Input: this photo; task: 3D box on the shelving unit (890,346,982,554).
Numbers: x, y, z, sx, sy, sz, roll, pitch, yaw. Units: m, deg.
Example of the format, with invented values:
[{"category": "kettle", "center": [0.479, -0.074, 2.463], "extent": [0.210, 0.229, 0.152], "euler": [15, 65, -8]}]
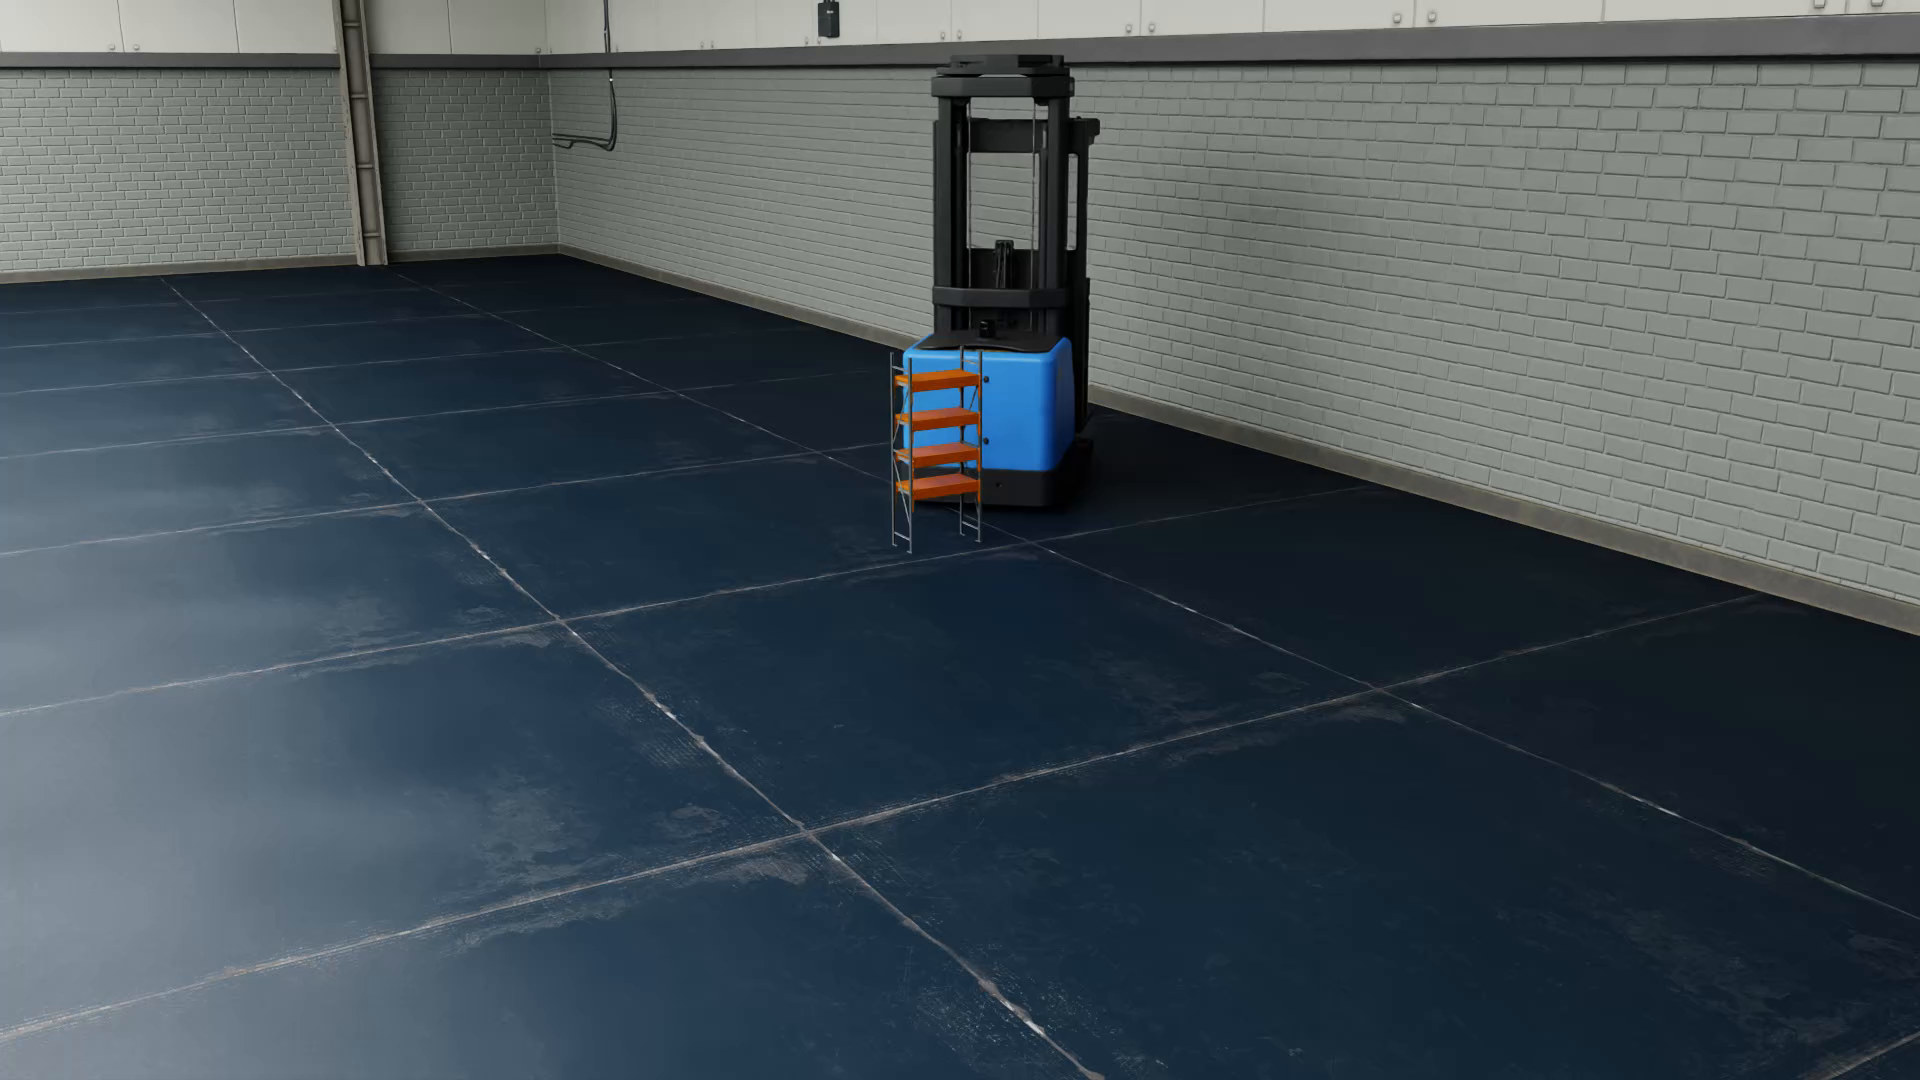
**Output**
[{"category": "shelving unit", "center": [-0.142, -0.555, 10.166], "extent": [0.503, 1.200, 0.258], "euler": [-9, 18, -30]}]

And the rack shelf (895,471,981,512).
[{"category": "rack shelf", "center": [-0.142, -0.299, 10.238], "extent": [0.480, 0.148, 0.258], "euler": [-9, 18, -30]}]

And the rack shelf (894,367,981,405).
[{"category": "rack shelf", "center": [-0.142, -0.933, 10.060], "extent": [0.480, 0.148, 0.258], "euler": [-9, 18, -30]}]

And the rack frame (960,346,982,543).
[{"category": "rack frame", "center": [0.067, -0.589, 10.287], "extent": [0.015, 1.200, 0.240], "euler": [-9, 18, -30]}]

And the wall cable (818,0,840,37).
[{"category": "wall cable", "center": [-0.917, -8.100, 16.332], "extent": [0.169, 6.003, 2.305], "euler": [-9, 18, -30]}]

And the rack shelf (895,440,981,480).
[{"category": "rack shelf", "center": [-0.142, -0.490, 10.184], "extent": [0.480, 0.148, 0.258], "euler": [-9, 18, -30]}]

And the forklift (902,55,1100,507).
[{"category": "forklift", "center": [0.401, -1.981, 12.045], "extent": [1.130, 2.935, 3.031], "euler": [3, 16, 11]}]

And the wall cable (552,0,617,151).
[{"category": "wall cable", "center": [-5.793, -7.166, 25.053], "extent": [0.112, 2.526, 3.097], "euler": [-9, 18, -30]}]

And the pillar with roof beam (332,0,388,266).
[{"category": "pillar with roof beam", "center": [-6.782, -7.561, 20.711], "extent": [0.400, 9.000, 9.100], "euler": [-9, 18, -30]}]

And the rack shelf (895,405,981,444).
[{"category": "rack shelf", "center": [-0.142, -0.705, 10.124], "extent": [0.480, 0.148, 0.258], "euler": [-9, 18, -30]}]

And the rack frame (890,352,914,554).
[{"category": "rack frame", "center": [-0.351, -0.521, 10.045], "extent": [0.015, 1.200, 0.240], "euler": [-9, 18, -30]}]
